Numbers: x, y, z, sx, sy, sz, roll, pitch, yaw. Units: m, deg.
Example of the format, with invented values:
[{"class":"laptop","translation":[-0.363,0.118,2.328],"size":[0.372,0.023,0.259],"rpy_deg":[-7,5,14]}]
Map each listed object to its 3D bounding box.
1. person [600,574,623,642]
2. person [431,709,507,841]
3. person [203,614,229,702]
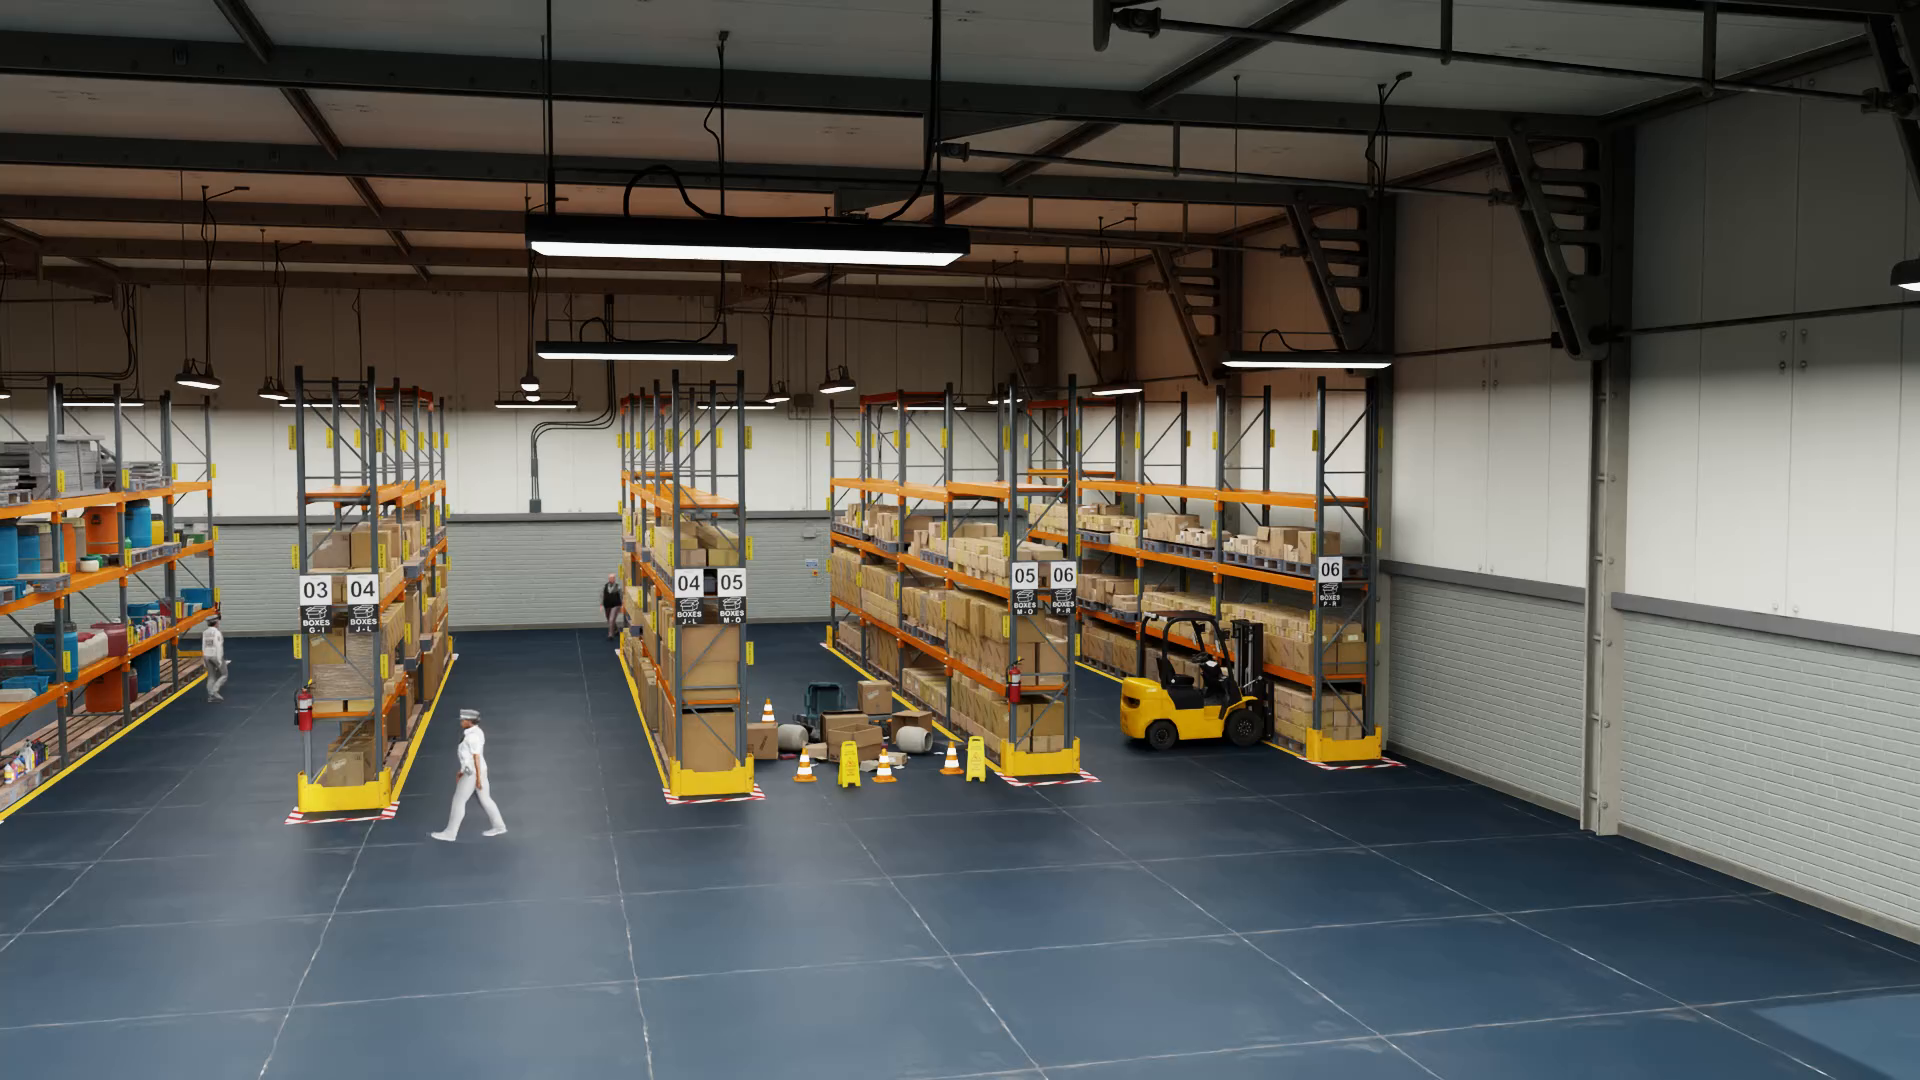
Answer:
[{"class":"person","translation":[-8.700,1.676,41.559],"size":[0.528,1.673,1.064],"rpy_deg":[1,4,13]},{"class":"person","translation":[-6.166,2.932,20.872],"size":[0.841,1.625,0.469],"rpy_deg":[0,3,-5]},{"class":"person","translation":[-14.272,2.266,31.755],"size":[0.523,1.673,0.476],"rpy_deg":[1,4,17]}]
